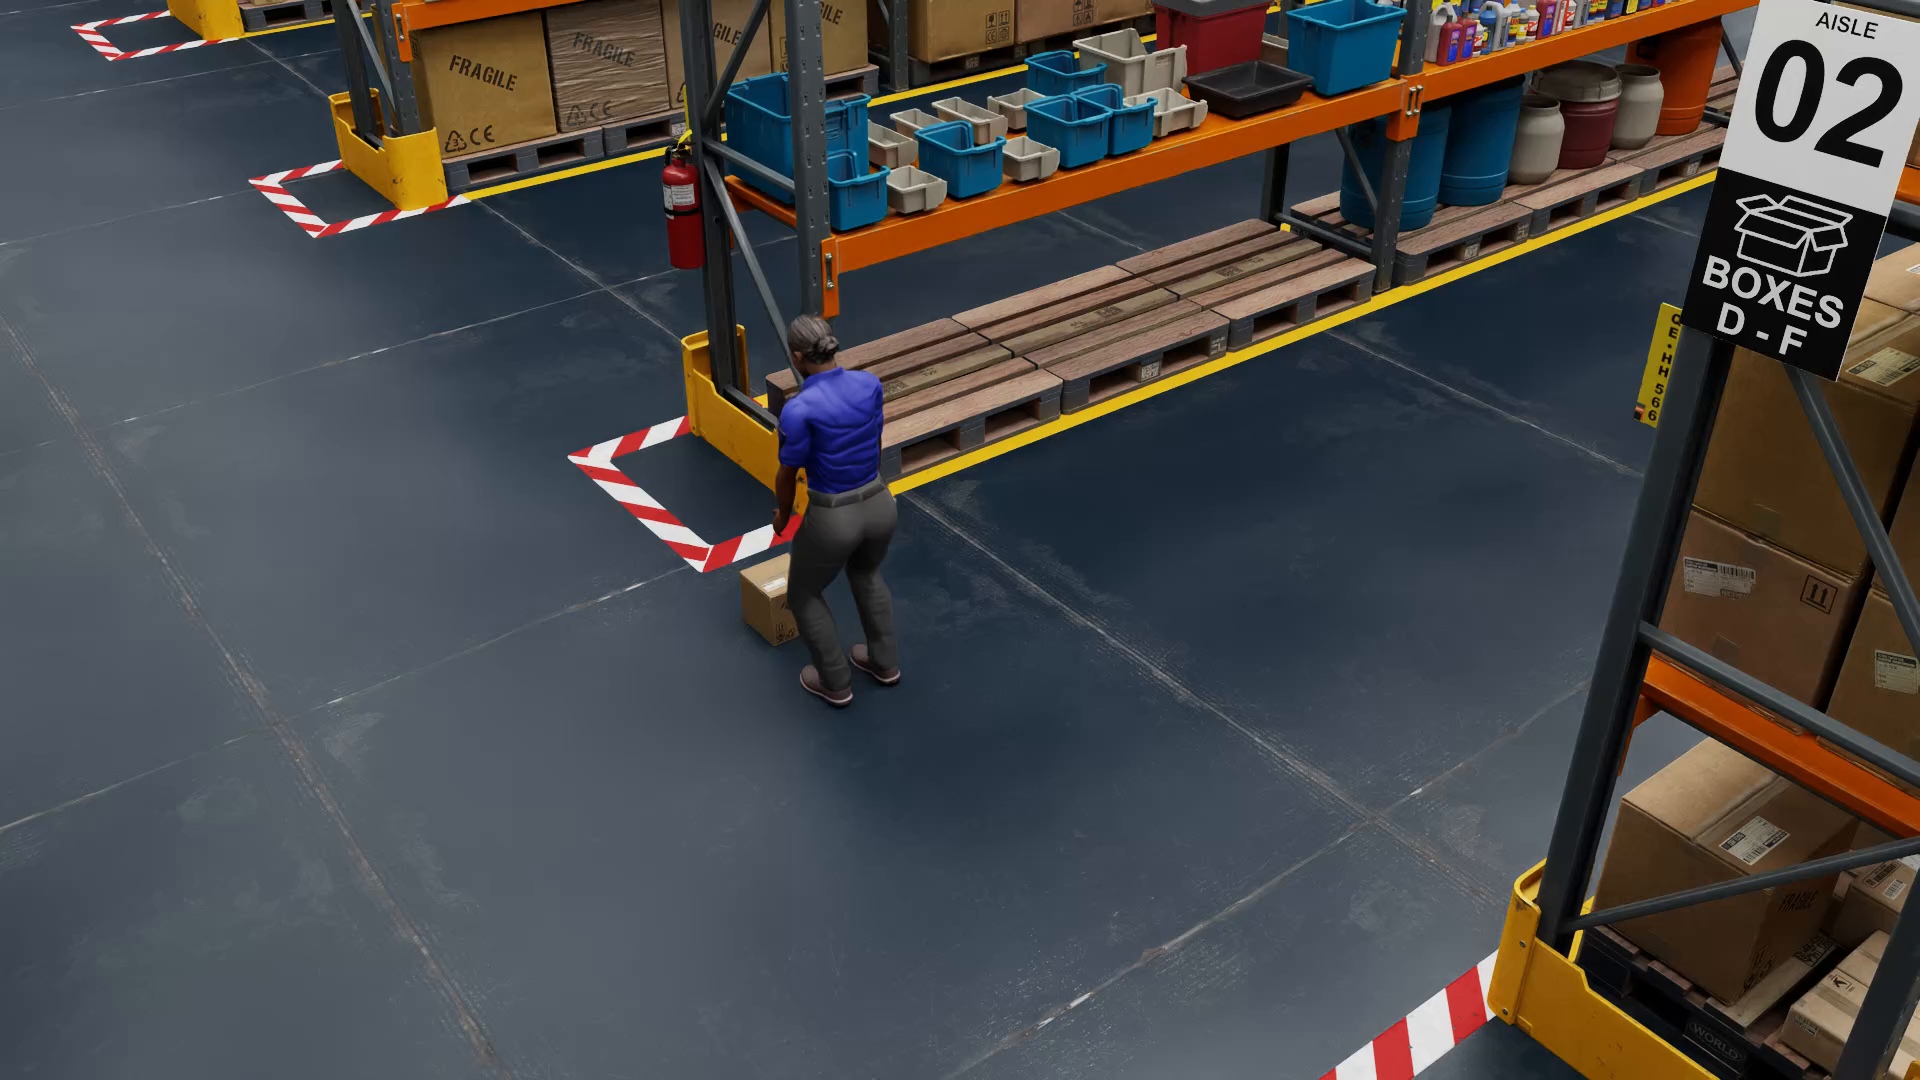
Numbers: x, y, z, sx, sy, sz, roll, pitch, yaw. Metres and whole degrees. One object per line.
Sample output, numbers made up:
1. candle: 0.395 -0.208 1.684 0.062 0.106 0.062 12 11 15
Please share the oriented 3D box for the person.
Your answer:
1. person: -0.480 -0.089 6.361 0.465 1.588 0.411 -21 38 -30
